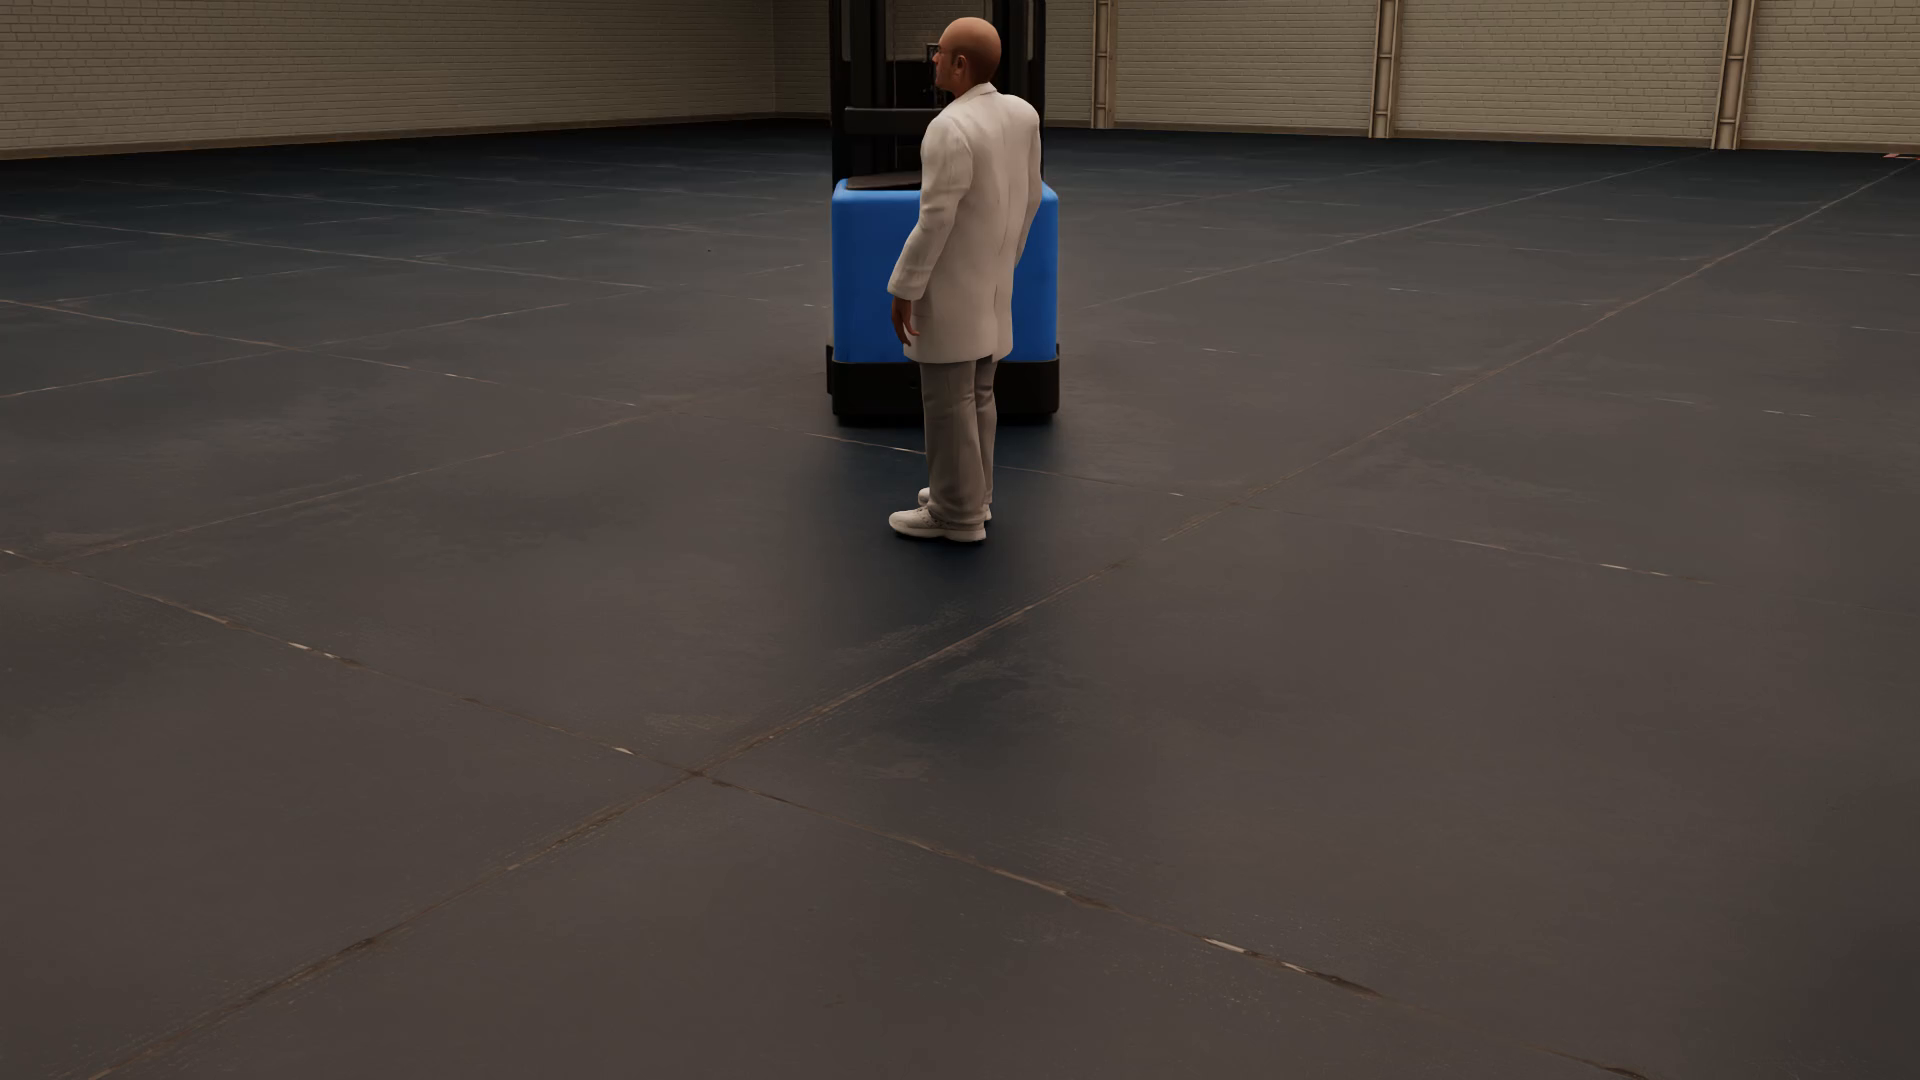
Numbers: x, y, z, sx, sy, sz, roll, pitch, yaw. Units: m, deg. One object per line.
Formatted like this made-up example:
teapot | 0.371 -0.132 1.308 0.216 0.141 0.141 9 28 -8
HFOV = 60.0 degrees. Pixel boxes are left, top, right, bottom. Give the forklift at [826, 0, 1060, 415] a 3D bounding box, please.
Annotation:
forklift | -0.125 -2.346 8.679 1.130 2.935 3.031 -1 17 -2

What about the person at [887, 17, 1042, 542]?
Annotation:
person | -0.072 -0.874 5.745 0.581 1.775 0.694 11 20 33
